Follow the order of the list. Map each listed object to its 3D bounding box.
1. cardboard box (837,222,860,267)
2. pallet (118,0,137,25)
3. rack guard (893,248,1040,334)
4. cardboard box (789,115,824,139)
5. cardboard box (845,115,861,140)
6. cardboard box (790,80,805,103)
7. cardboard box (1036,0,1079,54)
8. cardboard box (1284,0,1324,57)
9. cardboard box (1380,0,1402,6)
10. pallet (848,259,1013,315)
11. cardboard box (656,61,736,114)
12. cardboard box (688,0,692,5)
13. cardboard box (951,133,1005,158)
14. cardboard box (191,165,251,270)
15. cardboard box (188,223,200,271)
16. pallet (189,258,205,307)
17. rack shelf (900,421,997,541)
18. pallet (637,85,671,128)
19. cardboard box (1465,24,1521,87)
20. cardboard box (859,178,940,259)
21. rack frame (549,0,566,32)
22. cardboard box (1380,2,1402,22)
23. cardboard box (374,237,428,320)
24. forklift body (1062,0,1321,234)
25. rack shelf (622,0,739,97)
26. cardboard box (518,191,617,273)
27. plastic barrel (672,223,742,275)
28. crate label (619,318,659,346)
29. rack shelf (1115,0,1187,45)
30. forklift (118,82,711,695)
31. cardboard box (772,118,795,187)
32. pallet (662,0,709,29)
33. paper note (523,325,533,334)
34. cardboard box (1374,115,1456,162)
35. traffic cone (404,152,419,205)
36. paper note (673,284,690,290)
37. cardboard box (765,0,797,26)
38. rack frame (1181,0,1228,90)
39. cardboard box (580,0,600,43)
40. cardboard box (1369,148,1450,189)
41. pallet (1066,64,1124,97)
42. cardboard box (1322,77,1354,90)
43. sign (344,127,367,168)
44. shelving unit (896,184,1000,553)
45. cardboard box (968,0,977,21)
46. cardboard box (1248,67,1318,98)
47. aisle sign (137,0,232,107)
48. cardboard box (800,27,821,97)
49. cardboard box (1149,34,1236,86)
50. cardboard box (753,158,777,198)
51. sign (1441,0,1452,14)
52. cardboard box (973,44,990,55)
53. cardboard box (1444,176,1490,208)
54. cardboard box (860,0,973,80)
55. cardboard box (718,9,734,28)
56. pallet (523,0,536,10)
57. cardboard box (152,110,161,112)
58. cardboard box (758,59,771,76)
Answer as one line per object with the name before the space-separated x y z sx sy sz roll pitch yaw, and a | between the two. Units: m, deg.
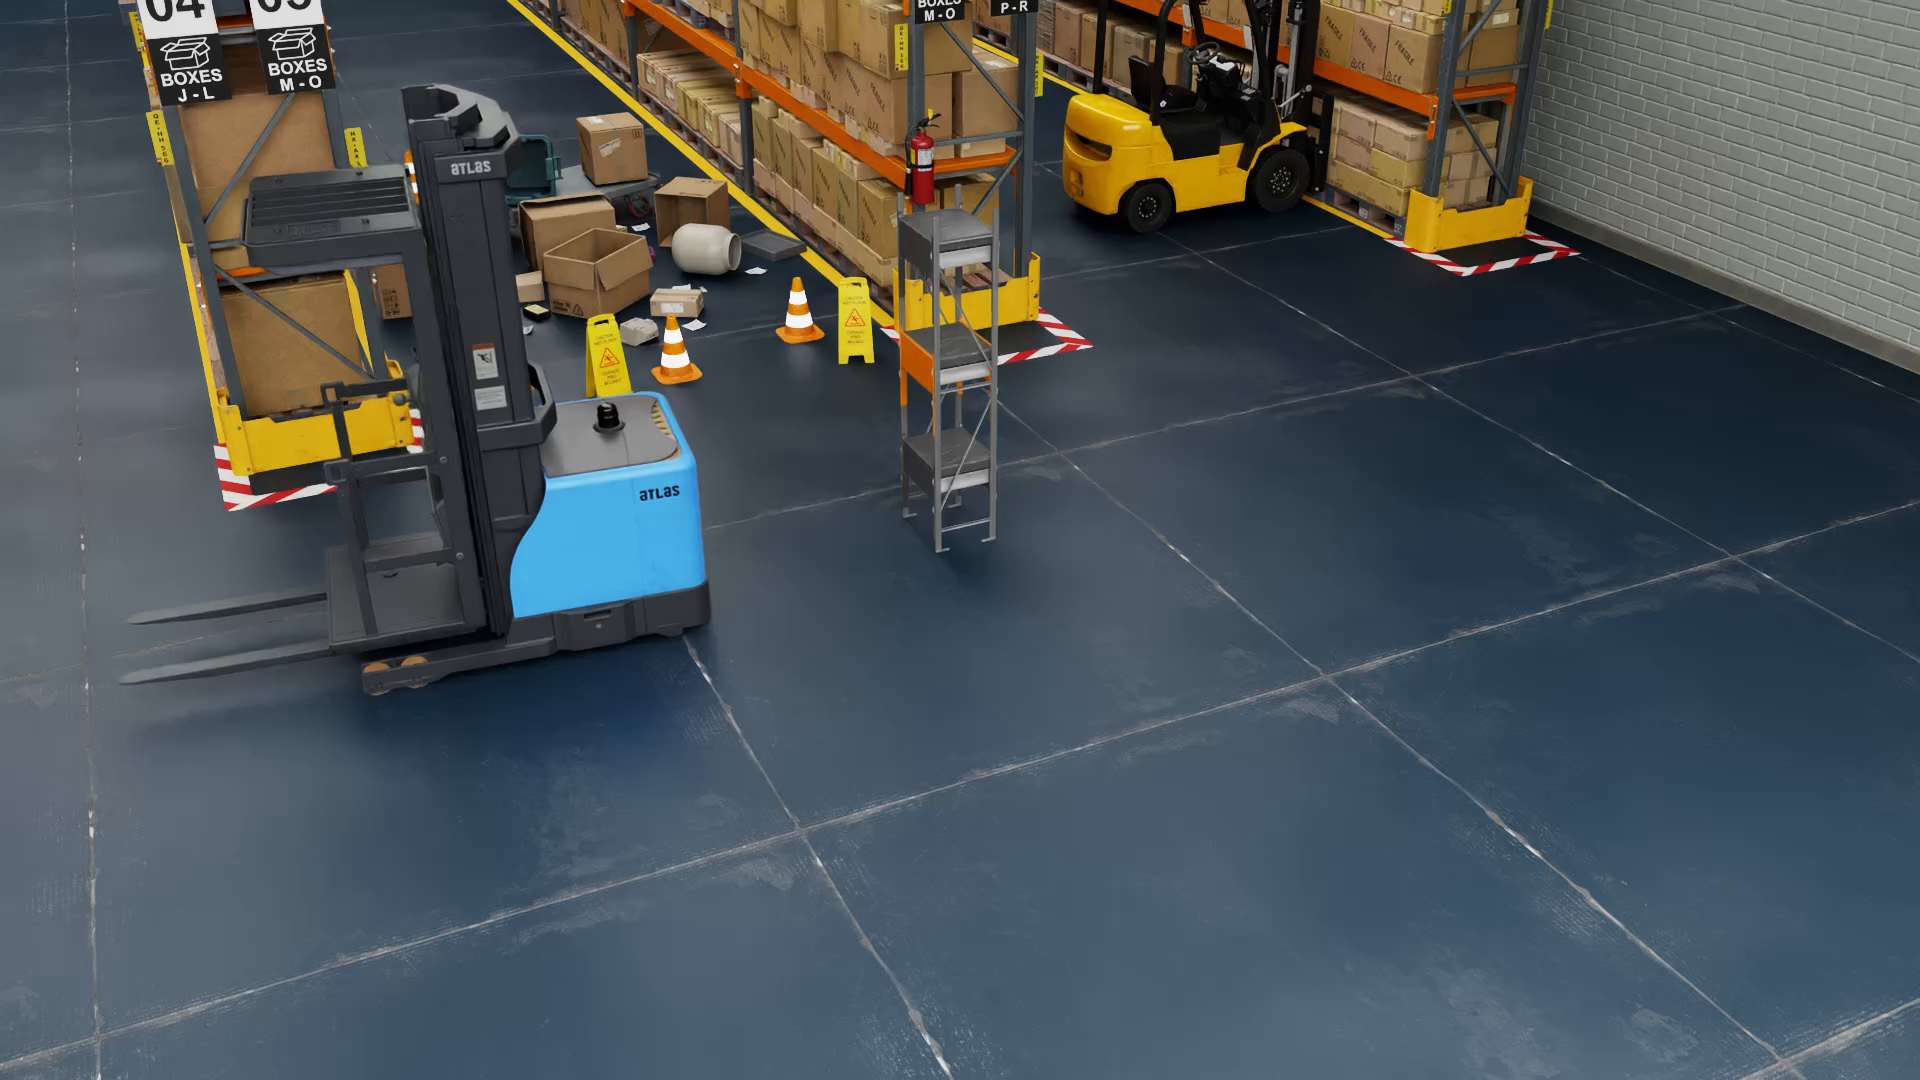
cardboard box | -0.716 -2.527 14.045 0.500 0.250 0.500 -13 32 -22
pallet | -8.175 -5.671 17.466 1.213 0.211 1.003 -13 32 -22
rack guard | 0.056 -1.956 13.200 1.175 0.500 0.348 -13 32 -22
cardboard box | -1.279 -3.643 14.605 0.380 0.149 0.250 -11 31 -19
cardboard box | -0.702 -3.337 13.364 0.380 0.149 0.250 -13 32 -21
cardboard box | -1.242 -3.896 14.361 0.380 0.149 0.250 -13 32 -22
cardboard box | 1.391 -6.459 20.674 0.875 0.625 0.625 -12 31 -20
cardboard box | 3.462 -4.939 15.862 0.500 0.500 0.500 -13 32 -22
cardboard box | 3.956 -4.839 14.716 0.380 0.149 0.250 -12 32 -21
pallet | -0.260 -2.196 13.923 1.003 0.211 1.213 -13 32 -22
cardboard box | -2.788 -5.007 18.343 0.950 0.372 0.625 -14 32 -23
cardboard box | -2.523 -5.476 16.749 0.380 0.149 0.250 -13 32 -22
cardboard box | 0.130 -3.096 12.935 0.380 0.149 0.250 -13 32 -22
cardboard box | -4.538 -2.148 10.834 0.875 0.550 0.550 -13 32 -22
cardboard box | -5.069 -1.859 12.214 0.875 0.875 0.875 -14 32 -23
pallet | -5.800 -2.127 13.800 1.003 0.211 1.213 -13 32 -22
rack shelf | -0.071 -0.367 10.189 0.431 0.518 0.480 -13 32 -22
pallet | -3.011 -4.985 18.896 1.003 0.211 1.213 -13 32 -22
cardboard box | 4.609 -4.377 14.860 0.500 0.500 0.500 -12 31 -20
cardboard box | -0.490 -2.623 13.448 0.500 0.500 0.500 -13 32 -22
rack frame | -5.063 -8.313 21.982 1.000 3.000 0.127 -13 32 -22
cardboard box | 3.976 -4.711 14.793 0.380 0.149 0.250 -12 32 -21
cardboard box | -4.462 -2.136 13.518 0.500 0.500 0.500 -8 30 -13
forklift body | 2.109 -4.141 15.408 2.313 2.155 1.214 -13 32 -22
rack shelf | -2.487 -5.349 17.431 1.077 0.370 4.000 -13 32 -22
cardboard box | -3.361 -2.639 14.275 0.797 0.637 0.503 -13 32 -22
plastic barrel | -2.165 -2.483 14.219 0.512 0.421 0.421 7 30 13
crate label | -2.511 -1.634 12.997 0.298 0.136 0.250 19 34 30
rack shelf | 1.995 -6.393 19.292 1.077 0.370 4.000 -13 32 -22
forklift | -2.967 -0.753 8.568 3.031 2.935 1.130 -10 31 -17
cardboard box | -1.378 -3.539 15.083 0.500 0.500 0.500 -12 31 -20
pallet | -2.459 -5.597 17.333 1.003 0.211 1.213 -13 32 -22
paper note | -3.460 -1.664 13.160 0.144 0.017 0.142 -3 29 -5
cardboard box | 4.091 -3.614 14.961 0.500 0.250 0.500 -12 31 -20
traffic cone | -5.267 -3.498 15.989 0.336 0.463 0.334 -13 32 -22
paper note | -2.344 -2.119 13.982 0.148 0.019 0.142 -3 29 -5
cardboard box | -1.244 -4.691 14.094 0.700 0.500 0.500 -14 32 -23
rack frame | 2.853 -5.823 17.541 1.000 3.000 0.127 -13 32 -22
cardboard box | -4.329 -6.915 21.231 0.875 0.875 0.875 -12 31 -21
cardboard box | 4.079 -3.408 15.104 0.500 0.250 0.500 -14 32 -23
pallet | 1.974 -5.464 19.751 1.003 0.211 1.213 -13 32 -22
cardboard box | 3.899 -4.399 16.361 0.500 0.250 0.500 -14 32 -23
sign | -3.834 -2.455 10.567 0.100 0.325 0.005 -13 32 -22
shelving unit | -0.071 -0.989 9.840 0.431 2.100 0.503 -13 32 -22
cardboard box | 0.328 -7.279 22.263 0.500 0.500 0.500 -12 31 -20
cardboard box | 3.212 -4.518 16.573 0.500 0.250 0.500 -12 31 -20
aisle sign | -4.579 -2.968 9.791 0.394 0.787 0.004 -13 32 -22
cardboard box | -1.016 -4.040 13.953 0.500 0.500 0.500 -13 32 -21
cardboard box | 2.619 -5.199 18.426 0.875 0.625 0.625 -12 31 -20
cardboard box | -1.619 -3.446 15.683 0.500 0.250 0.500 -15 32 -24
sign | 4.074 -4.557 13.857 0.100 0.325 0.005 -13 32 -22
cardboard box | -0.089 -3.681 13.315 0.500 0.500 0.500 -12 31 -20
cardboard box | 4.536 -3.298 15.420 0.500 0.250 0.500 -13 32 -22
cardboard box | -0.327 -3.802 12.507 0.700 0.500 0.500 -14 32 -23
cardboard box | -2.098 -5.022 15.940 0.380 0.149 0.250 -13 32 -21
pallet | -5.846 -7.989 24.254 1.003 0.211 1.213 -13 32 -22
cardboard box | -6.814 -3.580 15.410 1.050 0.750 0.750 -13 32 -22
cardboard box | -1.627 -4.363 15.193 0.380 0.149 0.250 -12 31 -21
